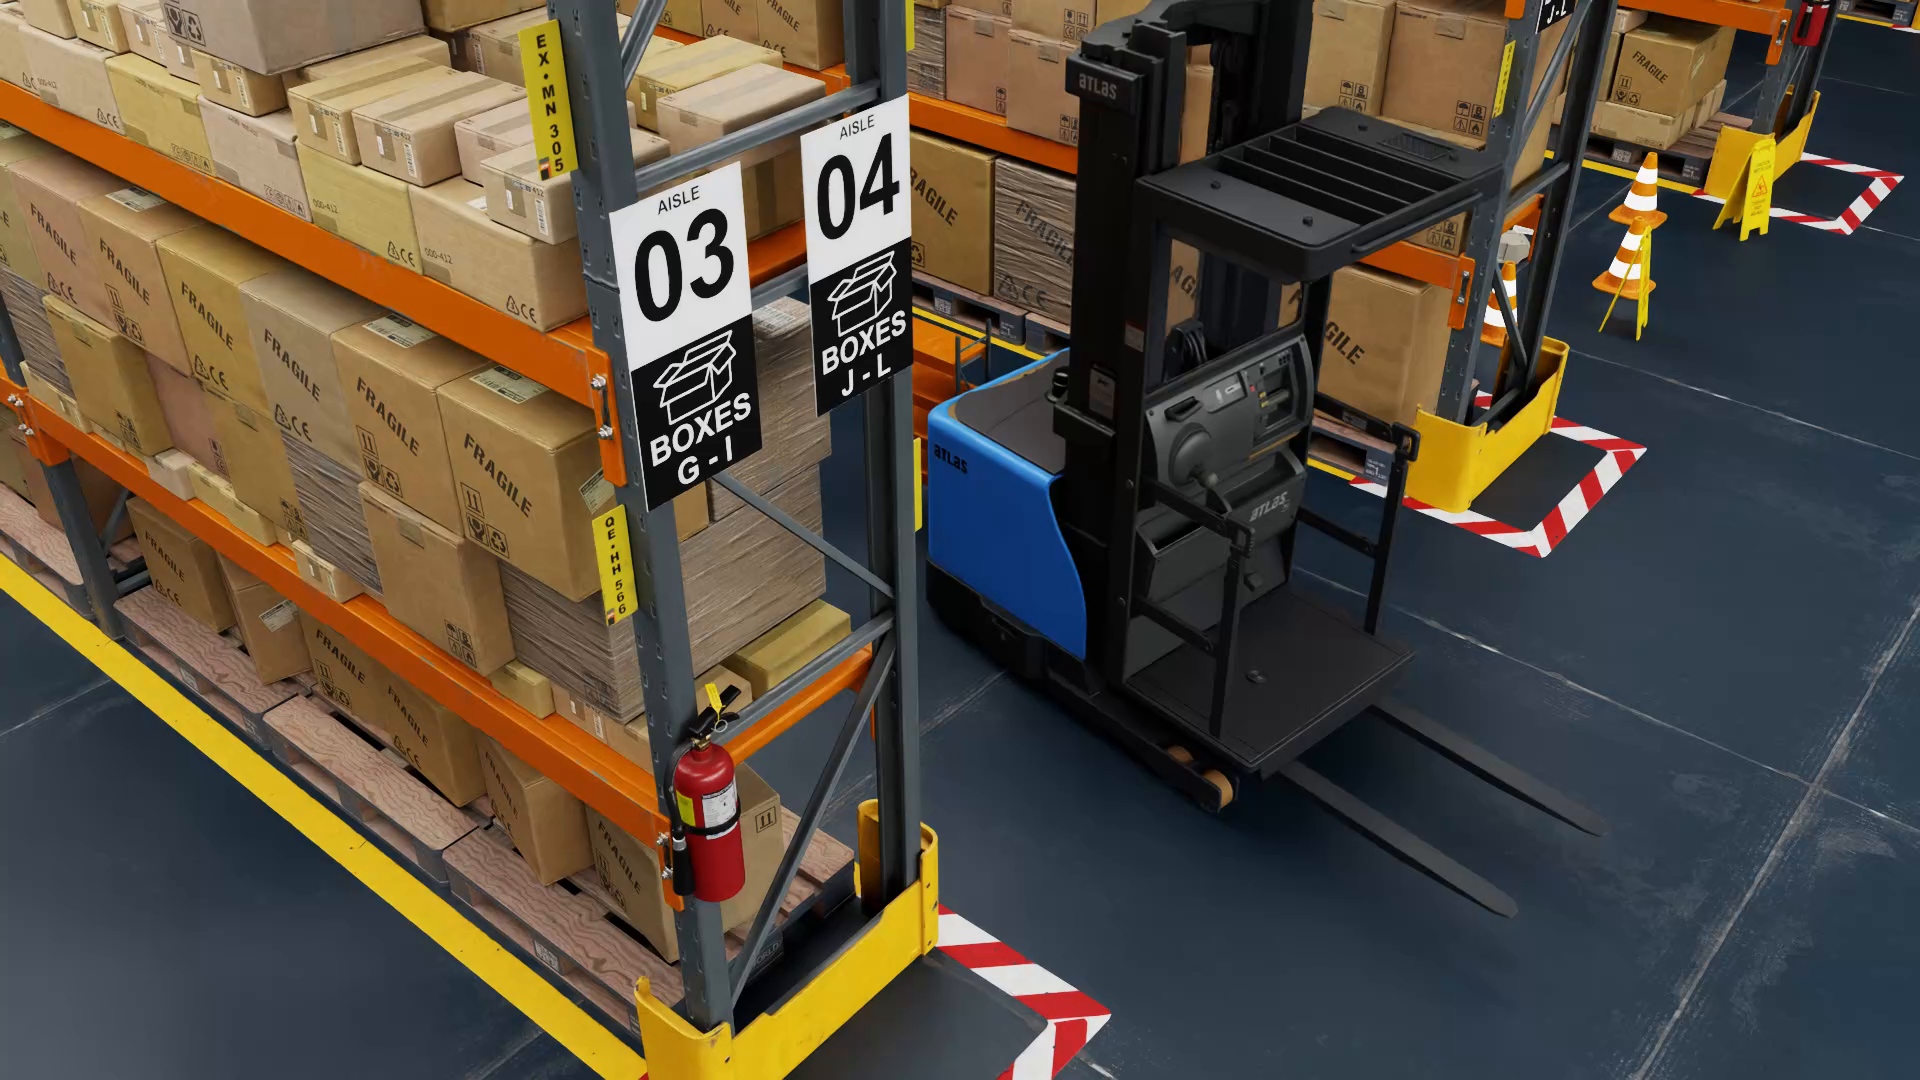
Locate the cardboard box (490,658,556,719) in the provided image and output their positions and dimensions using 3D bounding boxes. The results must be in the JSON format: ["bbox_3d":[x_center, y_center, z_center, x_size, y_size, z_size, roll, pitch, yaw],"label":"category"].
[{"bbox_3d":[-1.267,0.371,5.282,0.250,0.149,0.380,25,42,32],"label":"cardboard box"}]

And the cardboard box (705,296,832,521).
[{"bbox_3d":[-0.748,-0.454,5.027,0.500,0.500,0.500,25,42,32],"label":"cardboard box"}]

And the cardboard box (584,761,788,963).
[{"bbox_3d":[-0.969,1.064,5.888,0.500,0.500,0.500,-25,42,-32],"label":"cardboard box"}]

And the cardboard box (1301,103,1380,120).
[{"bbox_3d":[2.001,-2.048,8.449,0.550,0.550,0.875,25,42,32],"label":"cardboard box"}]

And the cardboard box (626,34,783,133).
[{"bbox_3d":[-0.700,-1.235,4.530,0.250,0.149,0.380,26,42,33],"label":"cardboard box"}]

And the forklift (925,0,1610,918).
[{"bbox_3d":[1.196,-0.449,6.314,1.130,2.935,3.031,-27,43,-33],"label":"forklift"}]

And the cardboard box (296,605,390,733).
[{"bbox_3d":[-2.319,0.406,6.847,0.500,0.500,0.500,21,40,28],"label":"cardboard box"}]

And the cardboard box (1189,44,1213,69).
[{"bbox_3d":[1.666,-2.761,8.534,0.550,0.550,0.875,25,42,32],"label":"cardboard box"}]

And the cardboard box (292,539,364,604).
[{"bbox_3d":[-2.071,0.032,5.775,0.250,0.149,0.380,25,42,32],"label":"cardboard box"}]

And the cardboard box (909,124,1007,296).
[{"bbox_3d":[0.116,-2.169,10.265,0.875,0.875,0.875,26,42,32],"label":"cardboard box"}]

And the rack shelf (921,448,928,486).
[{"bbox_3d":[-0.127,-0.335,8.148,0.480,0.148,0.258,25,42,32],"label":"rack shelf"}]

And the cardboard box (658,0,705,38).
[{"bbox_3d":[-1.671,-3.610,10.769,0.500,0.500,0.500,26,42,32],"label":"cardboard box"}]

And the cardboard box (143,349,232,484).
[{"bbox_3d":[-2.457,-0.649,6.194,0.500,0.500,0.875,25,42,32],"label":"cardboard box"}]

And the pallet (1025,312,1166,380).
[{"bbox_3d":[1.154,-1.229,9.854,1.213,0.211,1.003,25,42,32],"label":"pallet"}]

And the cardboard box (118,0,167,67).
[{"bbox_3d":[-2.275,-1.562,5.005,0.250,0.149,0.380,26,42,33],"label":"cardboard box"}]

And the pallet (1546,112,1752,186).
[{"bbox_3d":[5.181,-3.059,12.518,1.213,0.211,1.003,25,42,32],"label":"pallet"}]

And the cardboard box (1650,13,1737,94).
[{"bbox_3d":[5.380,-3.641,12.298,0.500,0.500,0.500,24,41,30],"label":"cardboard box"}]

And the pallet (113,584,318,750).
[{"bbox_3d":[-3.035,0.368,7.527,1.213,0.211,1.003,25,42,32],"label":"pallet"}]

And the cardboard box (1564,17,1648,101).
[{"bbox_3d":[4.655,-3.585,12.215,0.500,0.500,0.500,27,43,33],"label":"cardboard box"}]

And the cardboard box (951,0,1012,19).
[{"bbox_3d":[0.436,-3.340,9.377,0.550,0.550,0.875,25,42,32],"label":"cardboard box"}]

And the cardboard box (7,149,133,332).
[{"bbox_3d":[-3.005,-1.131,6.013,0.500,0.500,0.500,25,42,32],"label":"cardboard box"}]

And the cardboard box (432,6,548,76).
[{"bbox_3d":[-1.321,-1.493,4.905,0.250,0.149,0.380,25,42,32],"label":"cardboard box"}]

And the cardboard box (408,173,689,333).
[{"bbox_3d":[-1.032,-0.799,4.246,0.500,0.250,0.500,26,42,33],"label":"cardboard box"}]

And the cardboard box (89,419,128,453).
[{"bbox_3d":[-3.207,-0.522,6.582,0.250,0.149,0.380,25,42,32],"label":"cardboard box"}]

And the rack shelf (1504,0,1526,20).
[{"bbox_3d":[1.215,-3.346,8.458,4.000,0.370,1.077,25,42,32],"label":"rack shelf"}]

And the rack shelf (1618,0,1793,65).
[{"bbox_3d":[4.304,-4.299,12.496,4.000,0.370,1.077,25,42,32],"label":"rack shelf"}]

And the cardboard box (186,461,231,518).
[{"bbox_3d":[-2.624,-0.255,6.193,0.250,0.149,0.380,25,42,32],"label":"cardboard box"}]

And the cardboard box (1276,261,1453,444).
[{"bbox_3d":[2.188,-1.195,8.847,0.875,0.875,0.875,26,42,32],"label":"cardboard box"}]

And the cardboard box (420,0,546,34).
[{"bbox_3d":[-1.468,-1.822,4.811,0.500,0.500,0.500,25,42,32],"label":"cardboard box"}]

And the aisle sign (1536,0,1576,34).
[{"bbox_3d":[2.614,-2.597,7.085,0.004,0.787,0.394,25,42,32],"label":"aisle sign"}]

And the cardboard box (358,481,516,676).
[{"bbox_3d":[-1.366,-0.064,5.342,0.500,0.500,0.875,25,42,32],"label":"cardboard box"}]

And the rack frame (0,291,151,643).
[{"bbox_3d":[-3.573,-1.009,7.069,0.127,3.000,1.000,25,42,32],"label":"rack frame"}]

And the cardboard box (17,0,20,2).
[{"bbox_3d":[-2.861,-1.852,5.427,0.250,0.149,0.380,27,43,33],"label":"cardboard box"}]

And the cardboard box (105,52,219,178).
[{"bbox_3d":[-2.196,-1.348,5.045,0.500,0.250,0.500,24,41,31],"label":"cardboard box"}]

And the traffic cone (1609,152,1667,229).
[{"bbox_3d":[4.685,-2.420,11.366,0.334,0.463,0.336,25,42,32],"label":"traffic cone"}]

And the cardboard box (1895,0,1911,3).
[{"bbox_3d":[8.451,-5.105,15.092,0.500,0.250,0.500,26,42,32],"label":"cardboard box"}]

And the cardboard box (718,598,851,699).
[{"bbox_3d":[-0.566,0.337,5.332,0.250,0.149,0.380,25,42,32],"label":"cardboard box"}]

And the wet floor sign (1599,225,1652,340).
[{"bbox_3d":[4.041,-1.562,9.954,0.232,0.644,0.267,18,38,24],"label":"wet floor sign"}]

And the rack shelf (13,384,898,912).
[{"bbox_3d":[-2.036,0.012,6.218,4.000,0.370,1.077,25,42,32],"label":"rack shelf"}]

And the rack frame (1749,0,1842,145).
[{"bbox_3d":[5.841,-3.872,11.238,0.127,3.000,1.000,25,42,32],"label":"rack frame"}]

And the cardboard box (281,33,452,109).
[{"bbox_3d":[-1.636,-1.285,4.602,0.250,0.149,0.380,26,42,32],"label":"cardboard box"}]

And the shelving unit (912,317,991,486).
[{"bbox_3d":[-0.127,-0.555,7.998,0.503,1.200,0.258,25,42,32],"label":"shelving unit"}]

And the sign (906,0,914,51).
[{"bbox_3d":[-0.152,-1.393,4.207,0.005,0.325,0.100,25,42,32],"label":"sign"}]

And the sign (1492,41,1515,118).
[{"bbox_3d":[2.394,-2.025,7.317,0.005,0.325,0.100,25,42,32],"label":"sign"}]

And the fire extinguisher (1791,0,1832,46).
[{"bbox_3d":[5.634,-3.598,10.907,0.183,0.674,0.296,25,42,32],"label":"fire extinguisher"}]

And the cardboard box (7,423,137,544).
[{"bbox_3d":[-4.032,-0.392,7.990,0.500,0.500,0.700,22,40,28],"label":"cardboard box"}]

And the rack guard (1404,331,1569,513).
[{"bbox_3d":[2.770,-0.642,8.744,0.348,0.500,1.175,25,42,32],"label":"rack guard"}]

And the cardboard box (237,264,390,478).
[{"bbox_3d":[-1.851,-0.589,5.223,0.500,0.500,0.500,25,42,32],"label":"cardboard box"}]

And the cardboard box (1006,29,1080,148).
[{"bbox_3d":[0.746,-2.627,9.294,0.550,0.550,0.875,25,42,32],"label":"cardboard box"}]

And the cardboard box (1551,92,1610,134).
[{"bbox_3d":[4.655,-3.278,12.431,0.500,0.250,0.500,25,42,32],"label":"cardboard box"}]

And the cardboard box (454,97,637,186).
[{"bbox_3d":[-1.037,-1.009,4.200,0.250,0.149,0.380,24,41,30],"label":"cardboard box"}]
